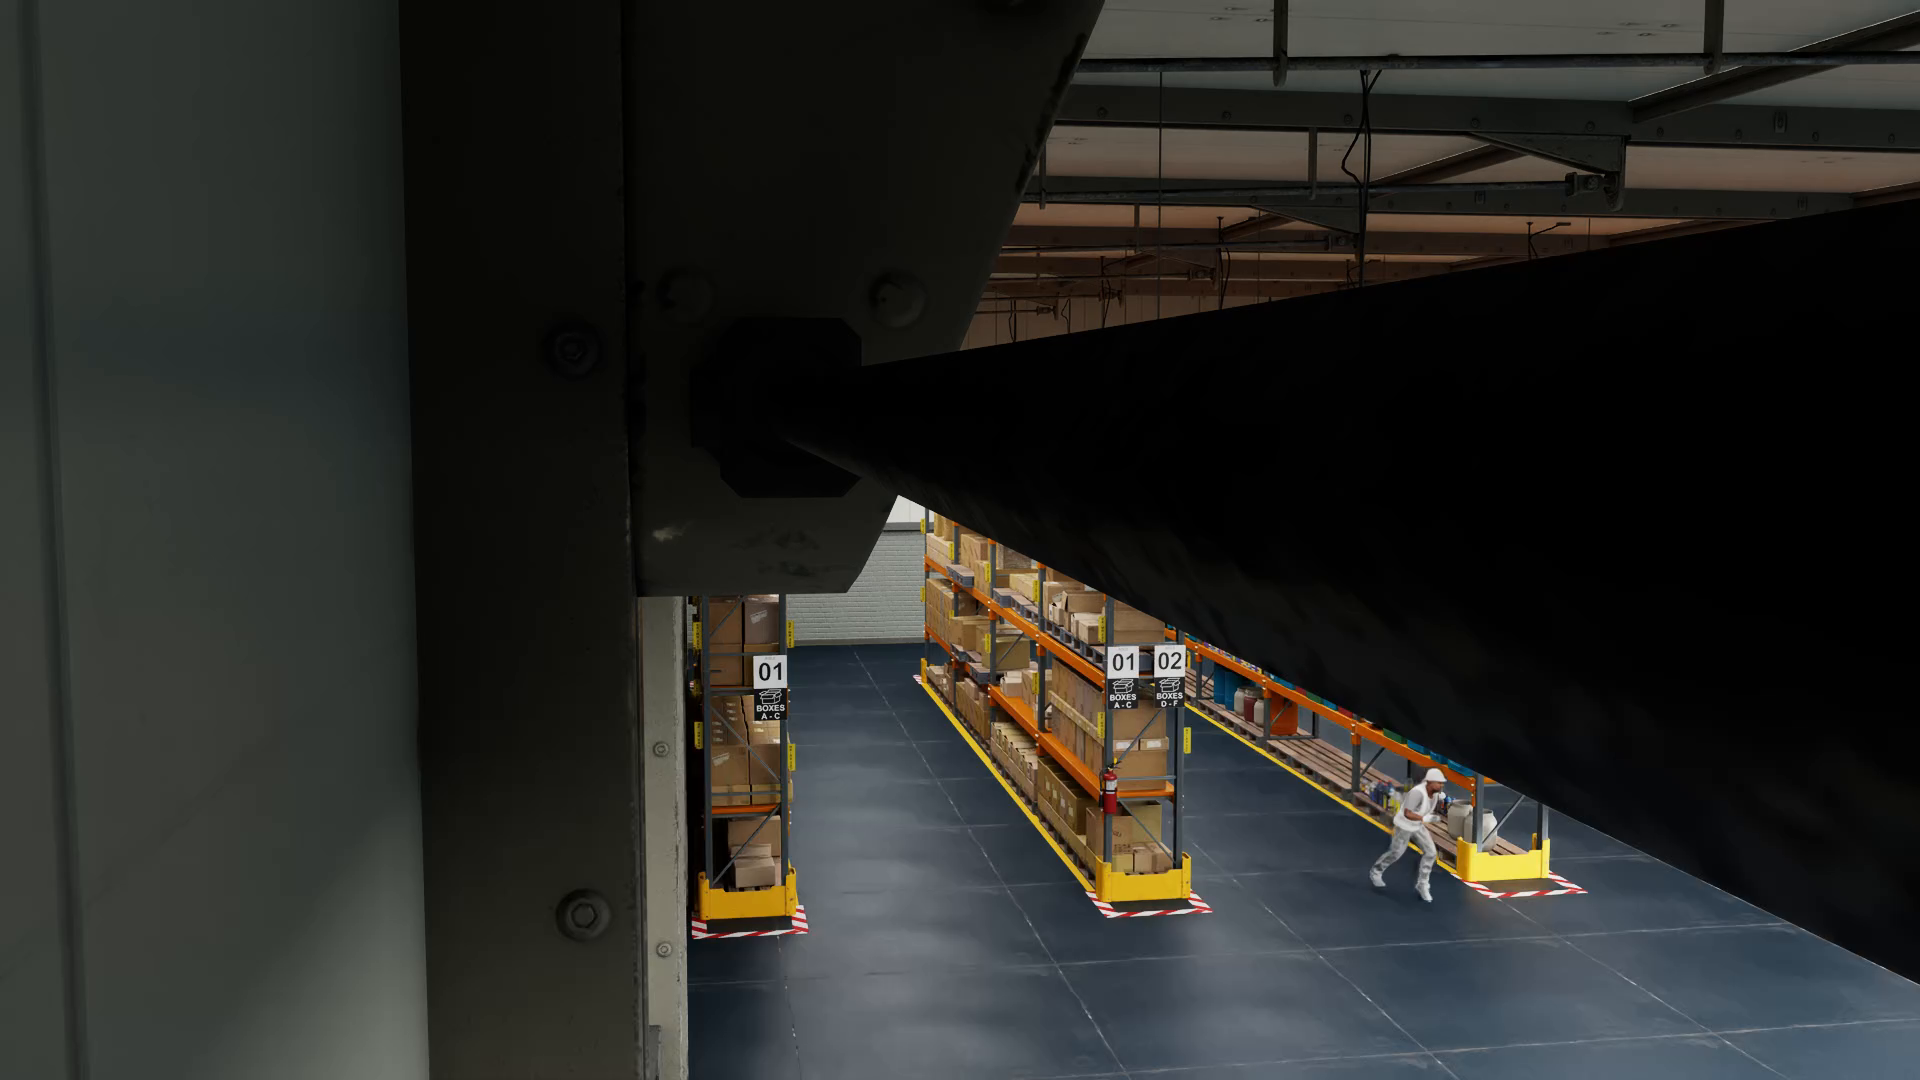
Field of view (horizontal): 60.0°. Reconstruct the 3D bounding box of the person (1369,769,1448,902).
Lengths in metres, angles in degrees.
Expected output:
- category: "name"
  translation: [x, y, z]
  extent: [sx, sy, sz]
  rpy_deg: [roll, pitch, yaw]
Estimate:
- category: "person"
  translation: [5.654, 3.678, 20.972]
  extent: [1.027, 1.724, 0.729]
  rpy_deg: [5, 7, 44]
